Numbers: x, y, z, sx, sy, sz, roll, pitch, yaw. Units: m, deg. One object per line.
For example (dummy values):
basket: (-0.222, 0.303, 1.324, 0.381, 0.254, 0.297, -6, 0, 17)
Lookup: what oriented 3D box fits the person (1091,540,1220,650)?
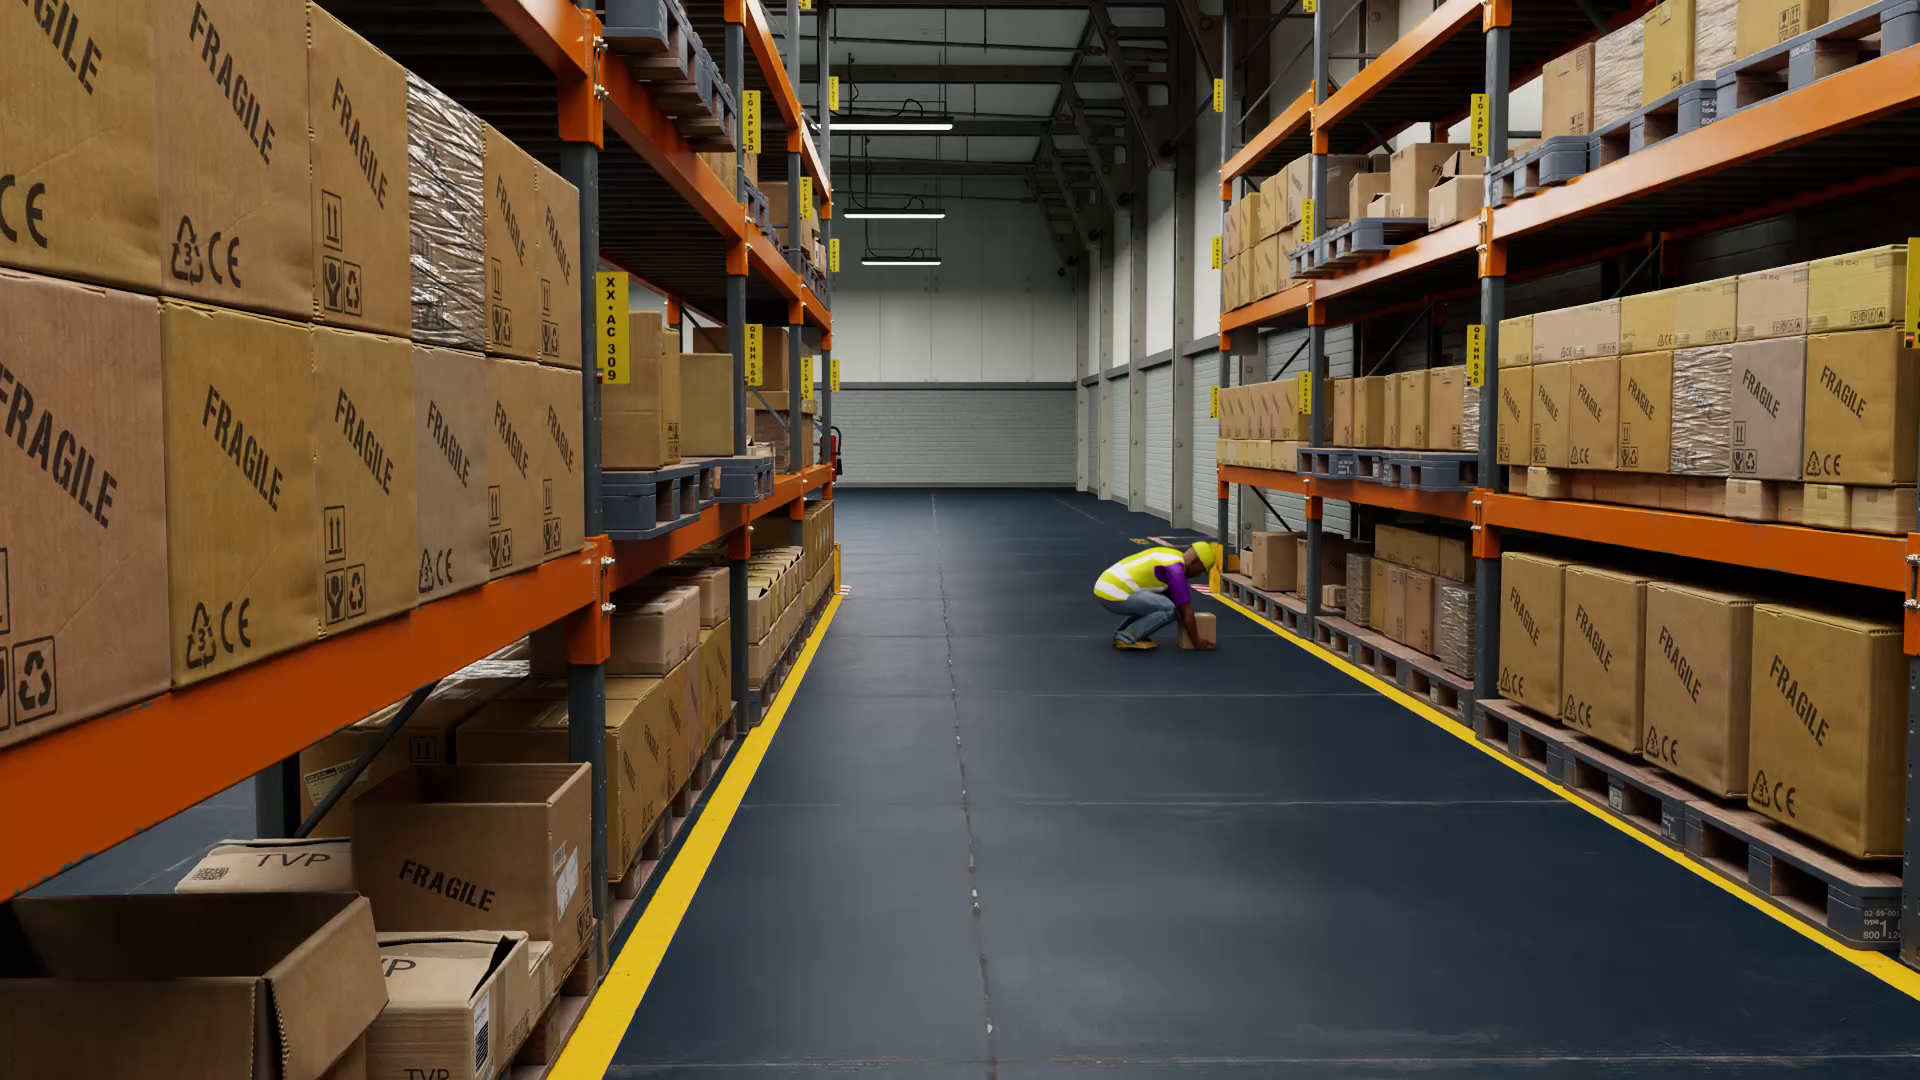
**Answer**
person: (1.485, 0.417, 12.610, 0.979, 0.835, 0.517, 0, 4, -3)
